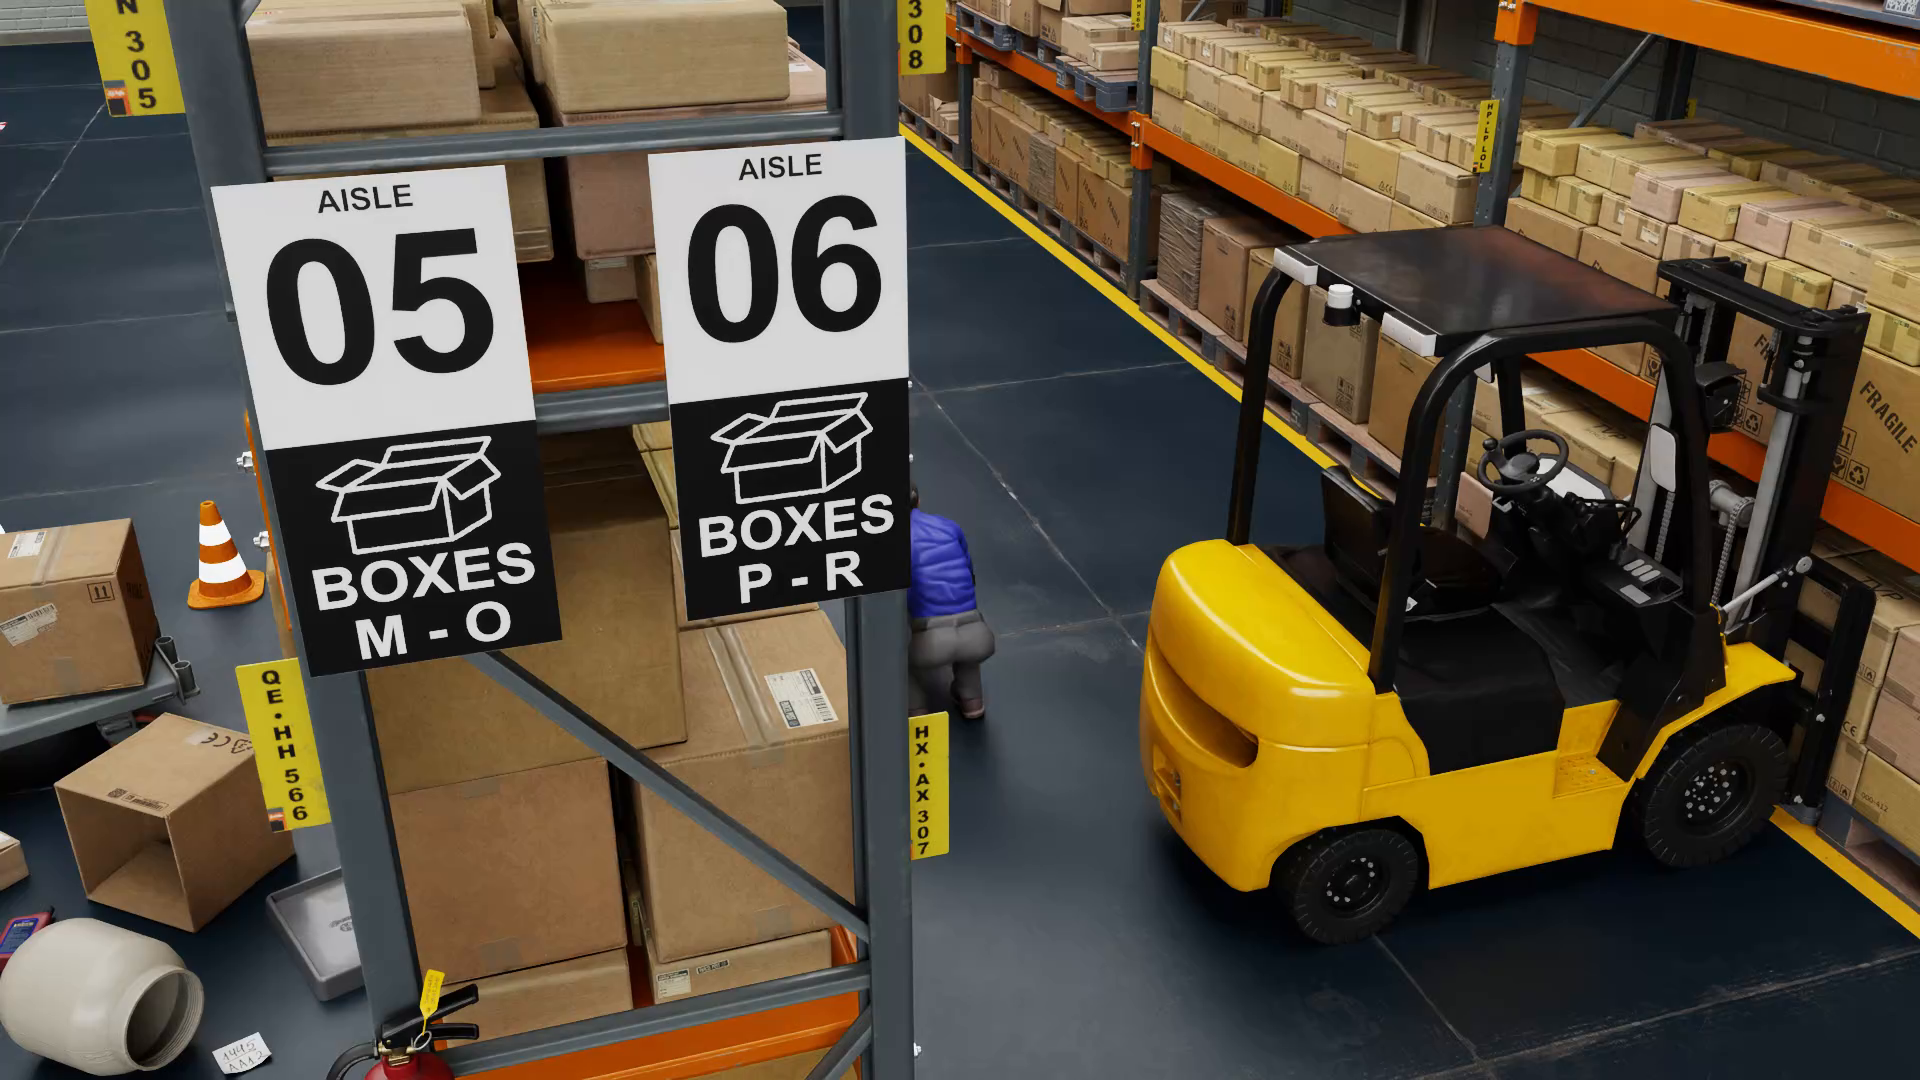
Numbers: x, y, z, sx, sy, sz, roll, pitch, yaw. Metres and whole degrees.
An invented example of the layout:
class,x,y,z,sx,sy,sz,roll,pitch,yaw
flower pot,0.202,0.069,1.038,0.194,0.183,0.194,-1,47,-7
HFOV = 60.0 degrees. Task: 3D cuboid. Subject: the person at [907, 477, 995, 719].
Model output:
class,x,y,z,sx,sy,sz,roll,pitch,yaw
person,-0.135,0.245,6.941,0.511,0.952,0.759,-9,28,-18
